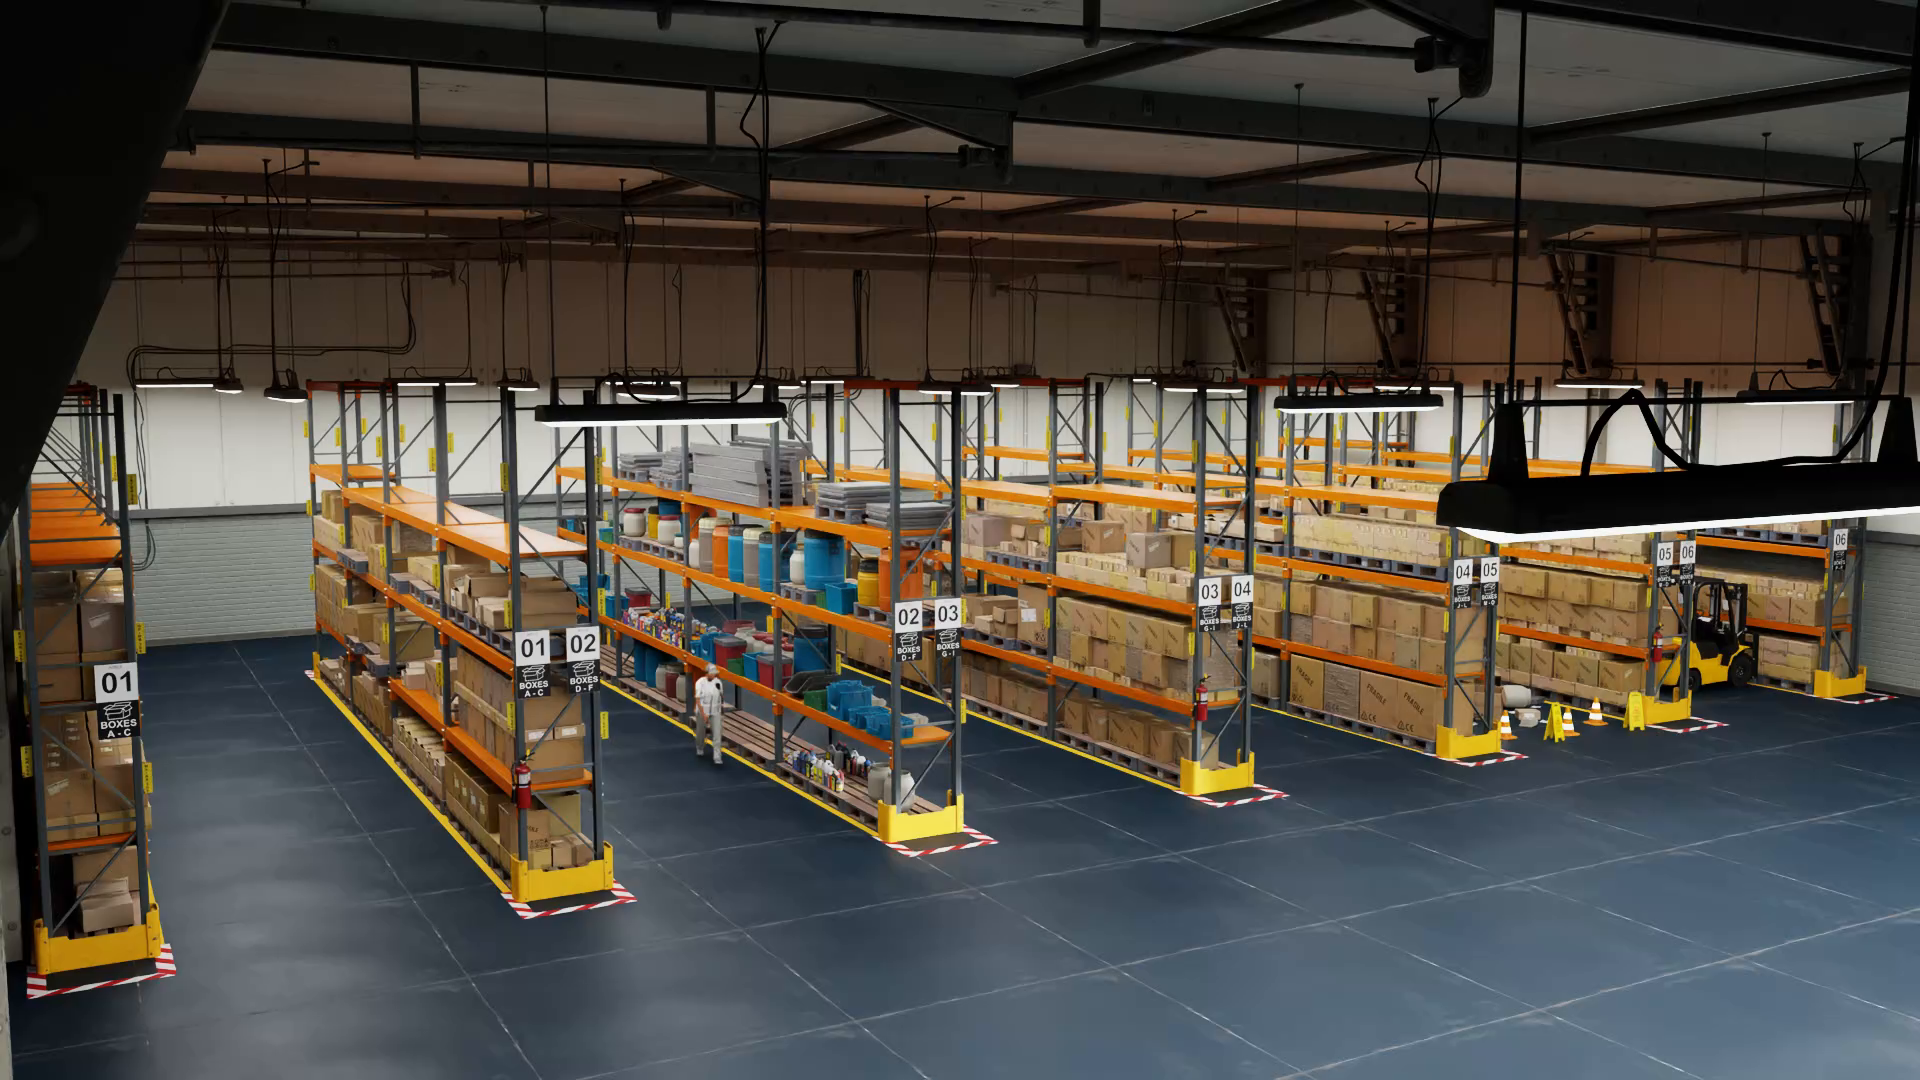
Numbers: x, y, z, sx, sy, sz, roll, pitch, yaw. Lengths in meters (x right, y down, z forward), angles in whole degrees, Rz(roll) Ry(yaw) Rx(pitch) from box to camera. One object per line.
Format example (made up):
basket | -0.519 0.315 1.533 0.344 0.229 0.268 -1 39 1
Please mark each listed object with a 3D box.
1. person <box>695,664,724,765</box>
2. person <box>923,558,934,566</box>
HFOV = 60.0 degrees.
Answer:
person | -3.959 2.738 26.358 0.467 1.576 1.110 -2 6 -18
person | -0.708 1.051 41.254 0.585 1.764 0.705 5 8 39
